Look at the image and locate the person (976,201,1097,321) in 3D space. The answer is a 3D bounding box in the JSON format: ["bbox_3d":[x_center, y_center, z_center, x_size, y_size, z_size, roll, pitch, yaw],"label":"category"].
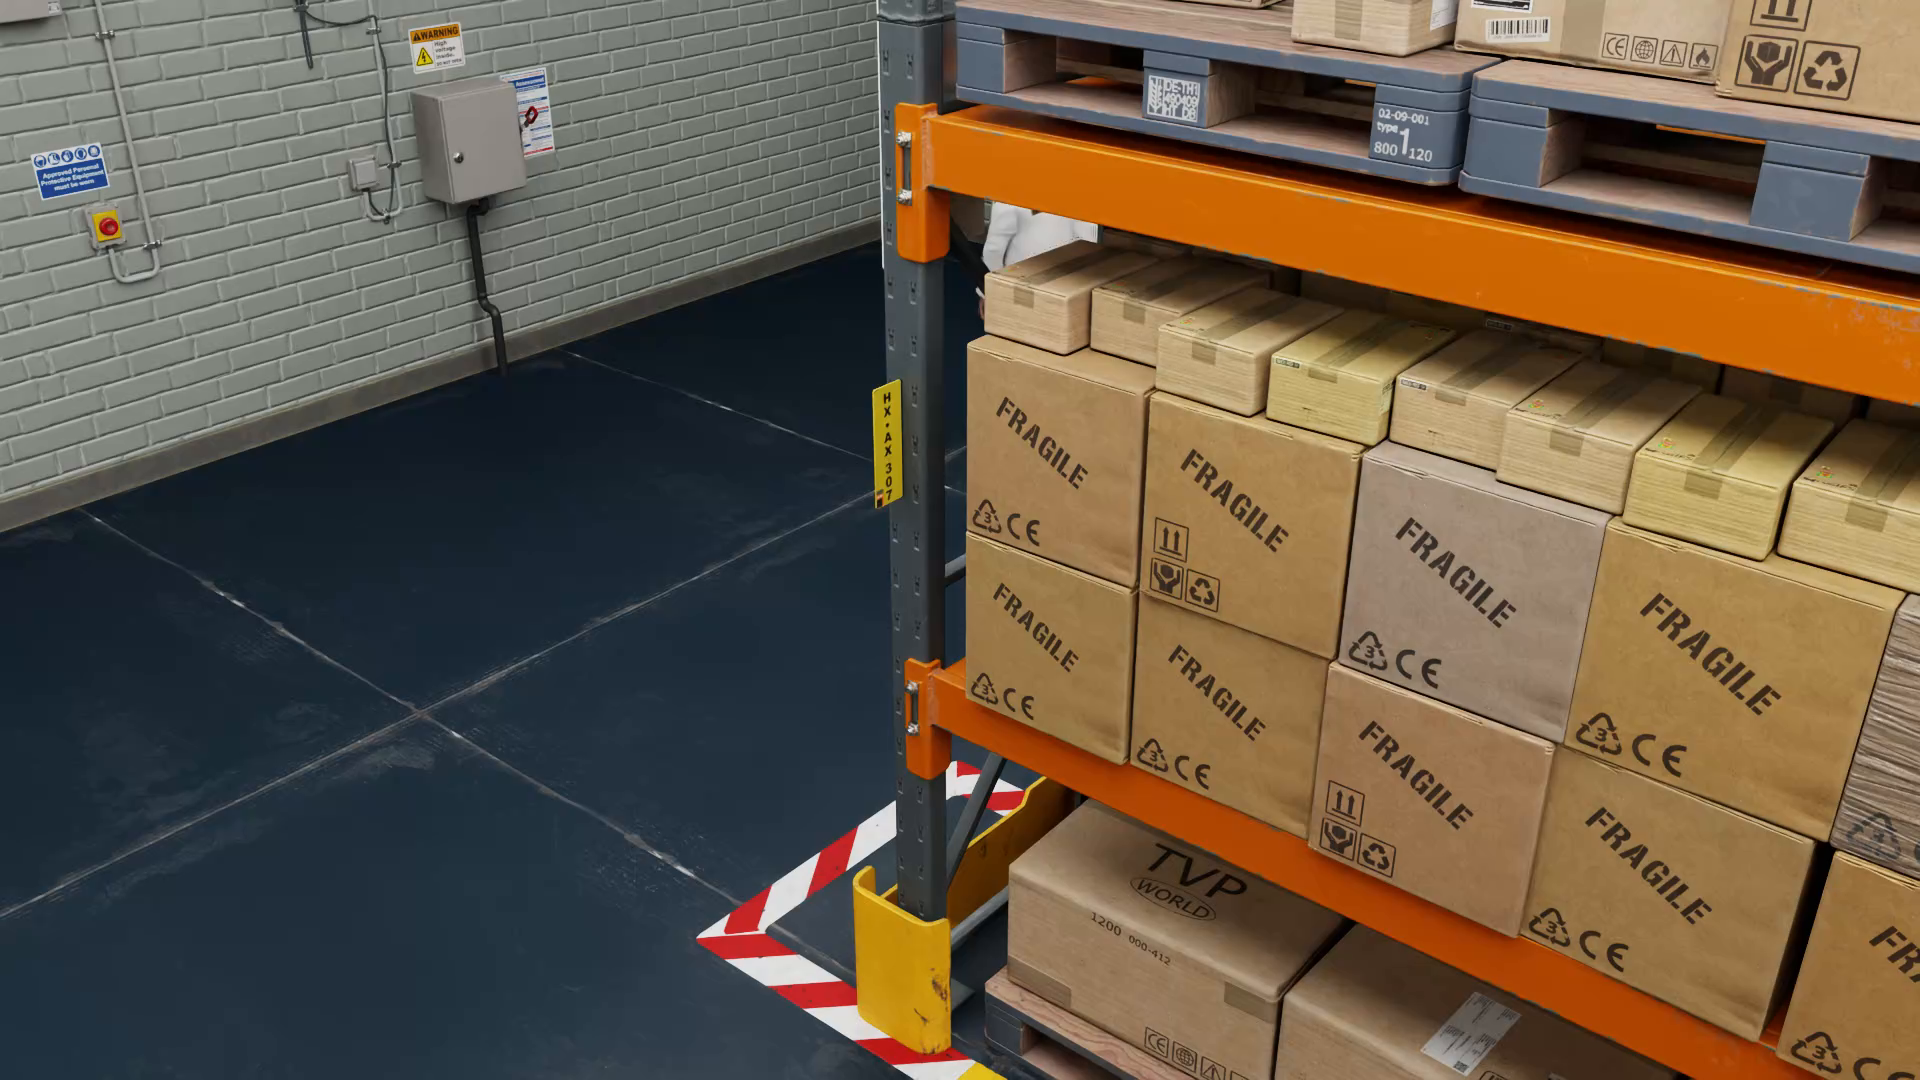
[{"bbox_3d":[0.402,-1.257,8.585,0.604,1.746,0.959,-9,28,-17],"label":"person"}]
